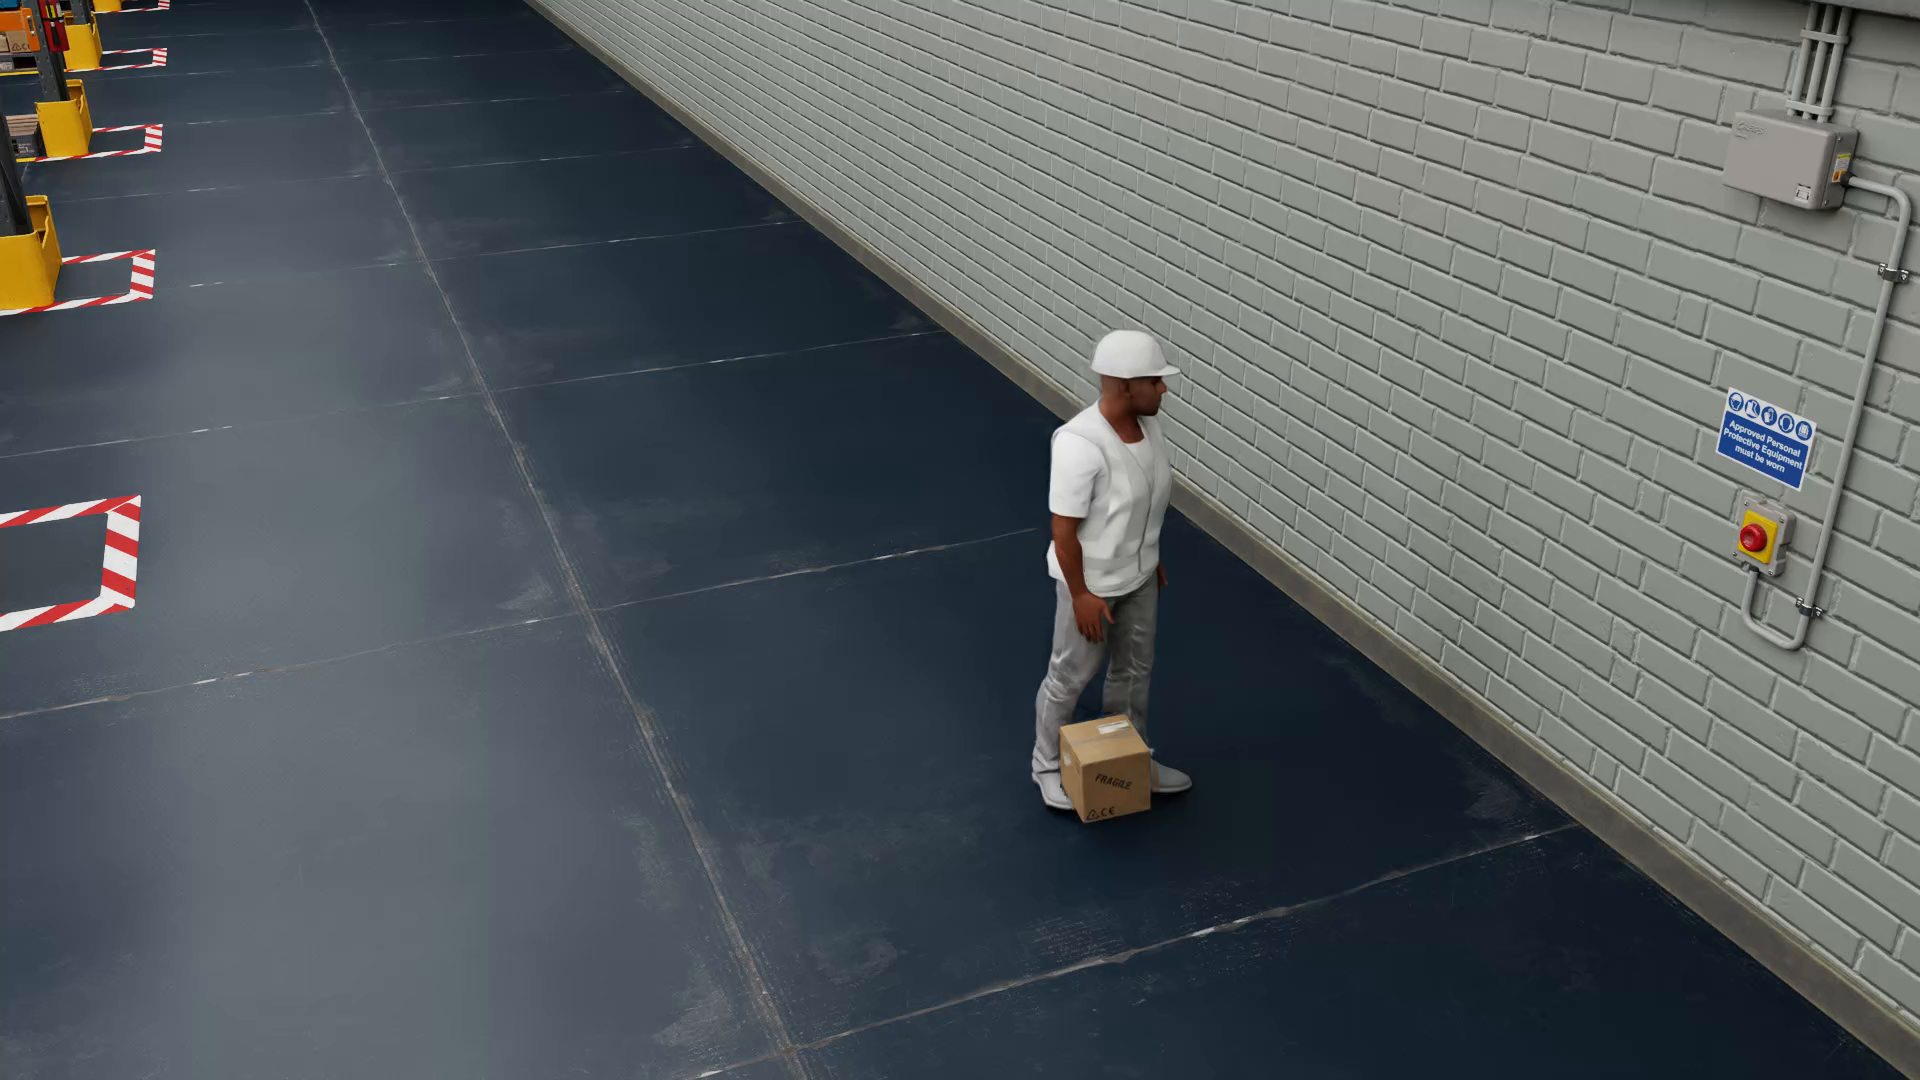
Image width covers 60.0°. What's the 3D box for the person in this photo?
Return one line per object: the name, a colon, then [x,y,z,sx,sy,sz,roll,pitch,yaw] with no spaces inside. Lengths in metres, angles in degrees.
person: [0.537,0.127,5.803,0.515,1.772,0.575,21,33,37]
